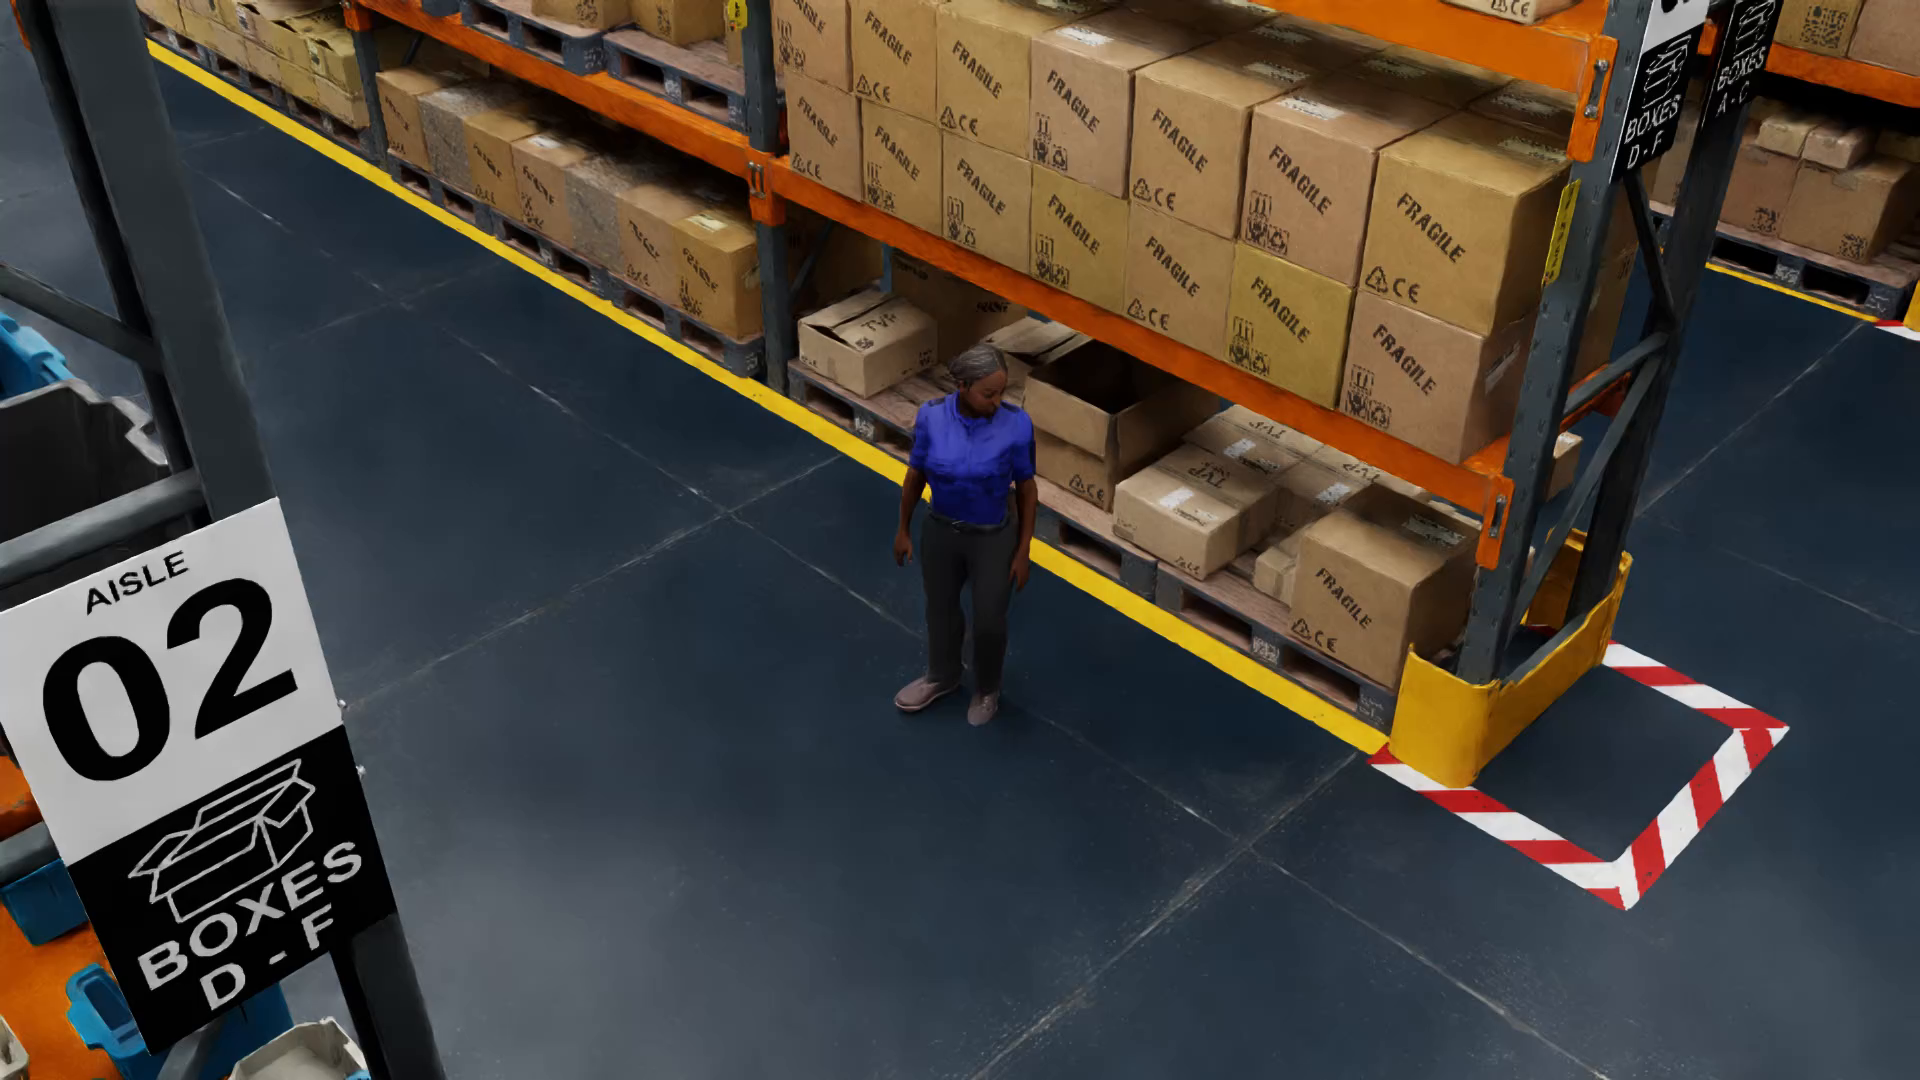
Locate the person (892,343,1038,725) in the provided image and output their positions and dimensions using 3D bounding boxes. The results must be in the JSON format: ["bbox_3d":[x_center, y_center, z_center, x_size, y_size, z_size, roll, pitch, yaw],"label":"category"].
[{"bbox_3d":[0.018,0.005,6.171,0.540,1.704,0.351,11,37,14],"label":"person"}]
